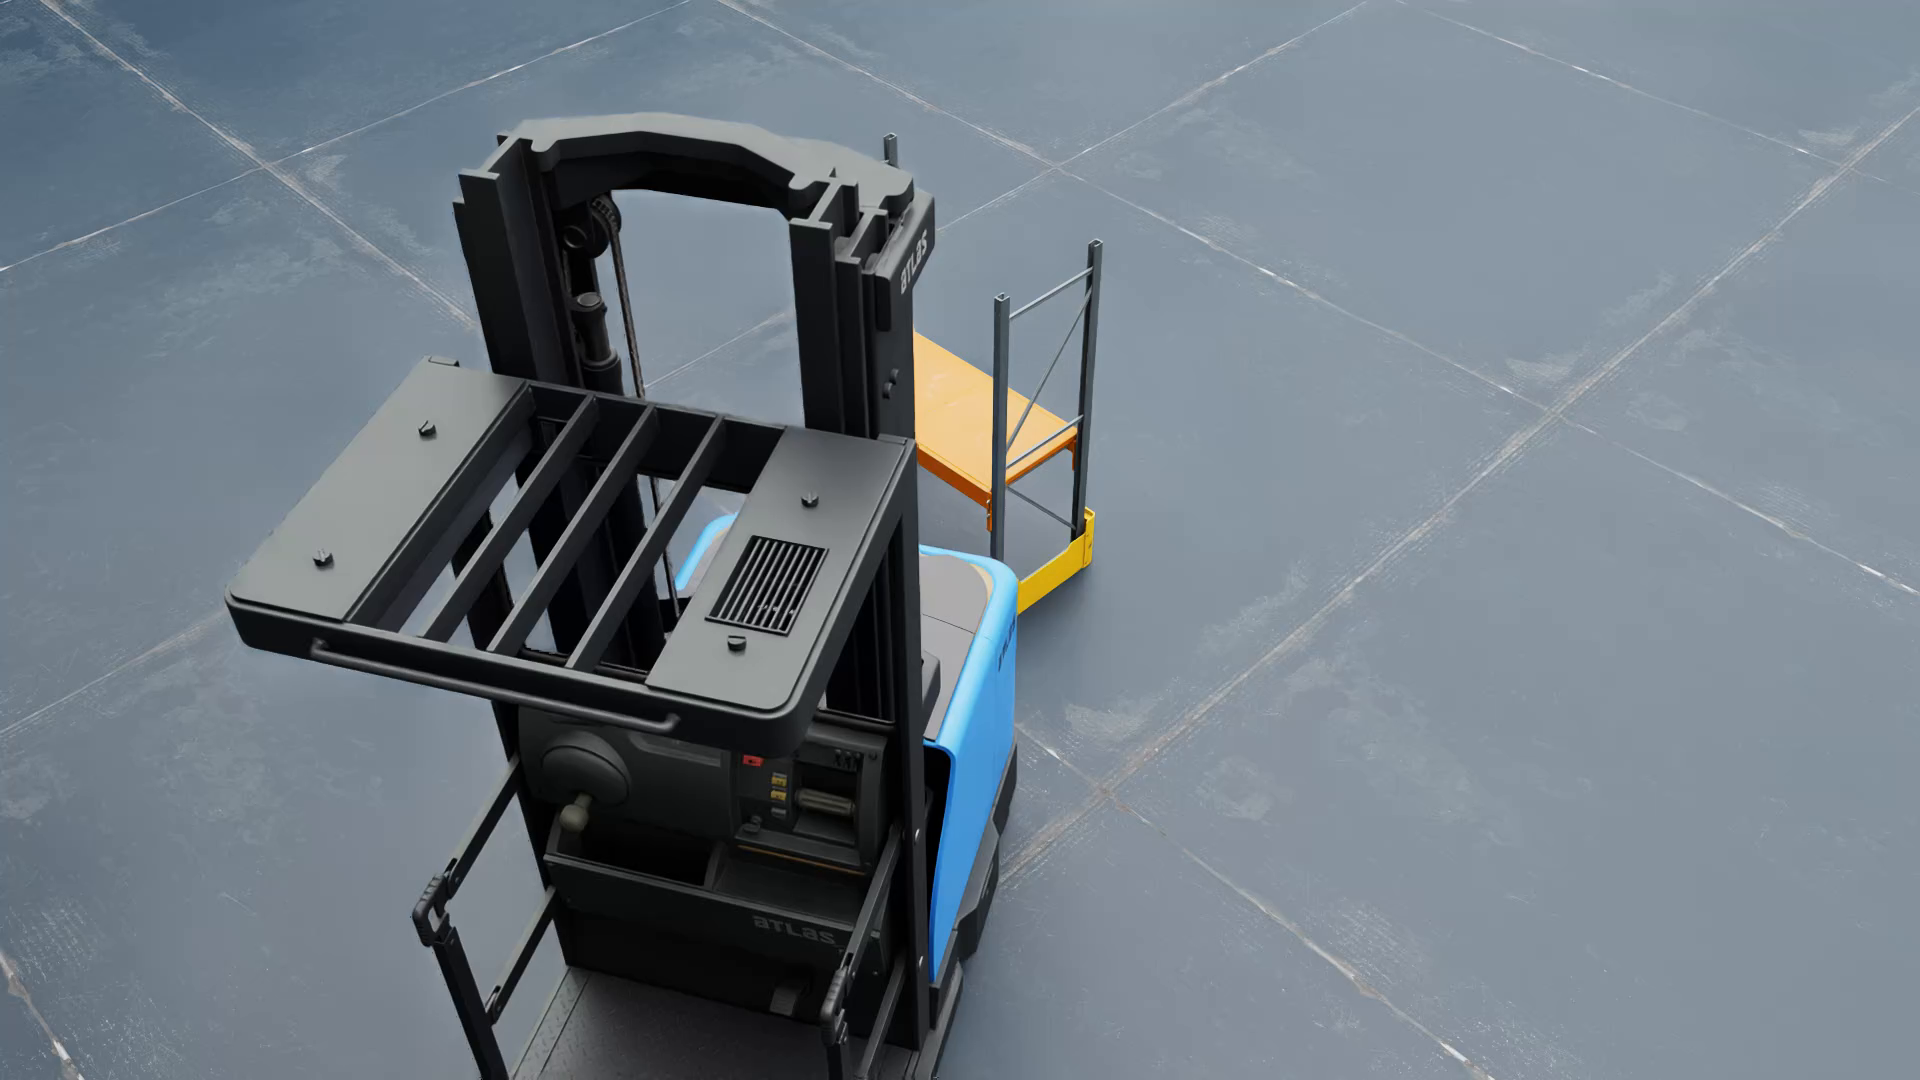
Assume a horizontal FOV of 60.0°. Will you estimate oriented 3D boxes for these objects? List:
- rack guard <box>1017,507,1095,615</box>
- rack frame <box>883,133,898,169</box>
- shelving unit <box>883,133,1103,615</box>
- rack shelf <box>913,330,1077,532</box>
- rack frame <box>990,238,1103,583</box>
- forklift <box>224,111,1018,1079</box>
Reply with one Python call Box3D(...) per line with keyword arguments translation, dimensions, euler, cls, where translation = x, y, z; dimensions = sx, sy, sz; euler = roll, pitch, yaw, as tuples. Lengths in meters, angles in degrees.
Box3D(translation=(0.298, 0.111, 6.446), dimensions=(0.587, 0.250, 0.087), euler=(-34, 53, -31), cls="rack guard")
Box3D(translation=(-0.419, -0.836, 6.550), dimensions=(0.500, 1.500, 0.032), euler=(-34, 53, -31), cls="rack frame")
Box3D(translation=(-0.054, -0.587, 6.281), dimensions=(0.587, 1.500, 1.083), euler=(-34, 53, -31), cls="shelving unit")
Box3D(translation=(-0.060, -0.460, 6.407), dimensions=(0.538, 0.185, 1.000), euler=(-34, 53, -31), cls="rack shelf")
Box3D(translation=(0.299, -0.348, 6.021), dimensions=(0.500, 1.500, 0.032), euler=(-34, 53, -31), cls="rack frame")
Box3D(translation=(-0.688, 0.658, 3.878), dimensions=(1.130, 2.935, 3.031), euler=(10, 44, 11), cls="forklift")
